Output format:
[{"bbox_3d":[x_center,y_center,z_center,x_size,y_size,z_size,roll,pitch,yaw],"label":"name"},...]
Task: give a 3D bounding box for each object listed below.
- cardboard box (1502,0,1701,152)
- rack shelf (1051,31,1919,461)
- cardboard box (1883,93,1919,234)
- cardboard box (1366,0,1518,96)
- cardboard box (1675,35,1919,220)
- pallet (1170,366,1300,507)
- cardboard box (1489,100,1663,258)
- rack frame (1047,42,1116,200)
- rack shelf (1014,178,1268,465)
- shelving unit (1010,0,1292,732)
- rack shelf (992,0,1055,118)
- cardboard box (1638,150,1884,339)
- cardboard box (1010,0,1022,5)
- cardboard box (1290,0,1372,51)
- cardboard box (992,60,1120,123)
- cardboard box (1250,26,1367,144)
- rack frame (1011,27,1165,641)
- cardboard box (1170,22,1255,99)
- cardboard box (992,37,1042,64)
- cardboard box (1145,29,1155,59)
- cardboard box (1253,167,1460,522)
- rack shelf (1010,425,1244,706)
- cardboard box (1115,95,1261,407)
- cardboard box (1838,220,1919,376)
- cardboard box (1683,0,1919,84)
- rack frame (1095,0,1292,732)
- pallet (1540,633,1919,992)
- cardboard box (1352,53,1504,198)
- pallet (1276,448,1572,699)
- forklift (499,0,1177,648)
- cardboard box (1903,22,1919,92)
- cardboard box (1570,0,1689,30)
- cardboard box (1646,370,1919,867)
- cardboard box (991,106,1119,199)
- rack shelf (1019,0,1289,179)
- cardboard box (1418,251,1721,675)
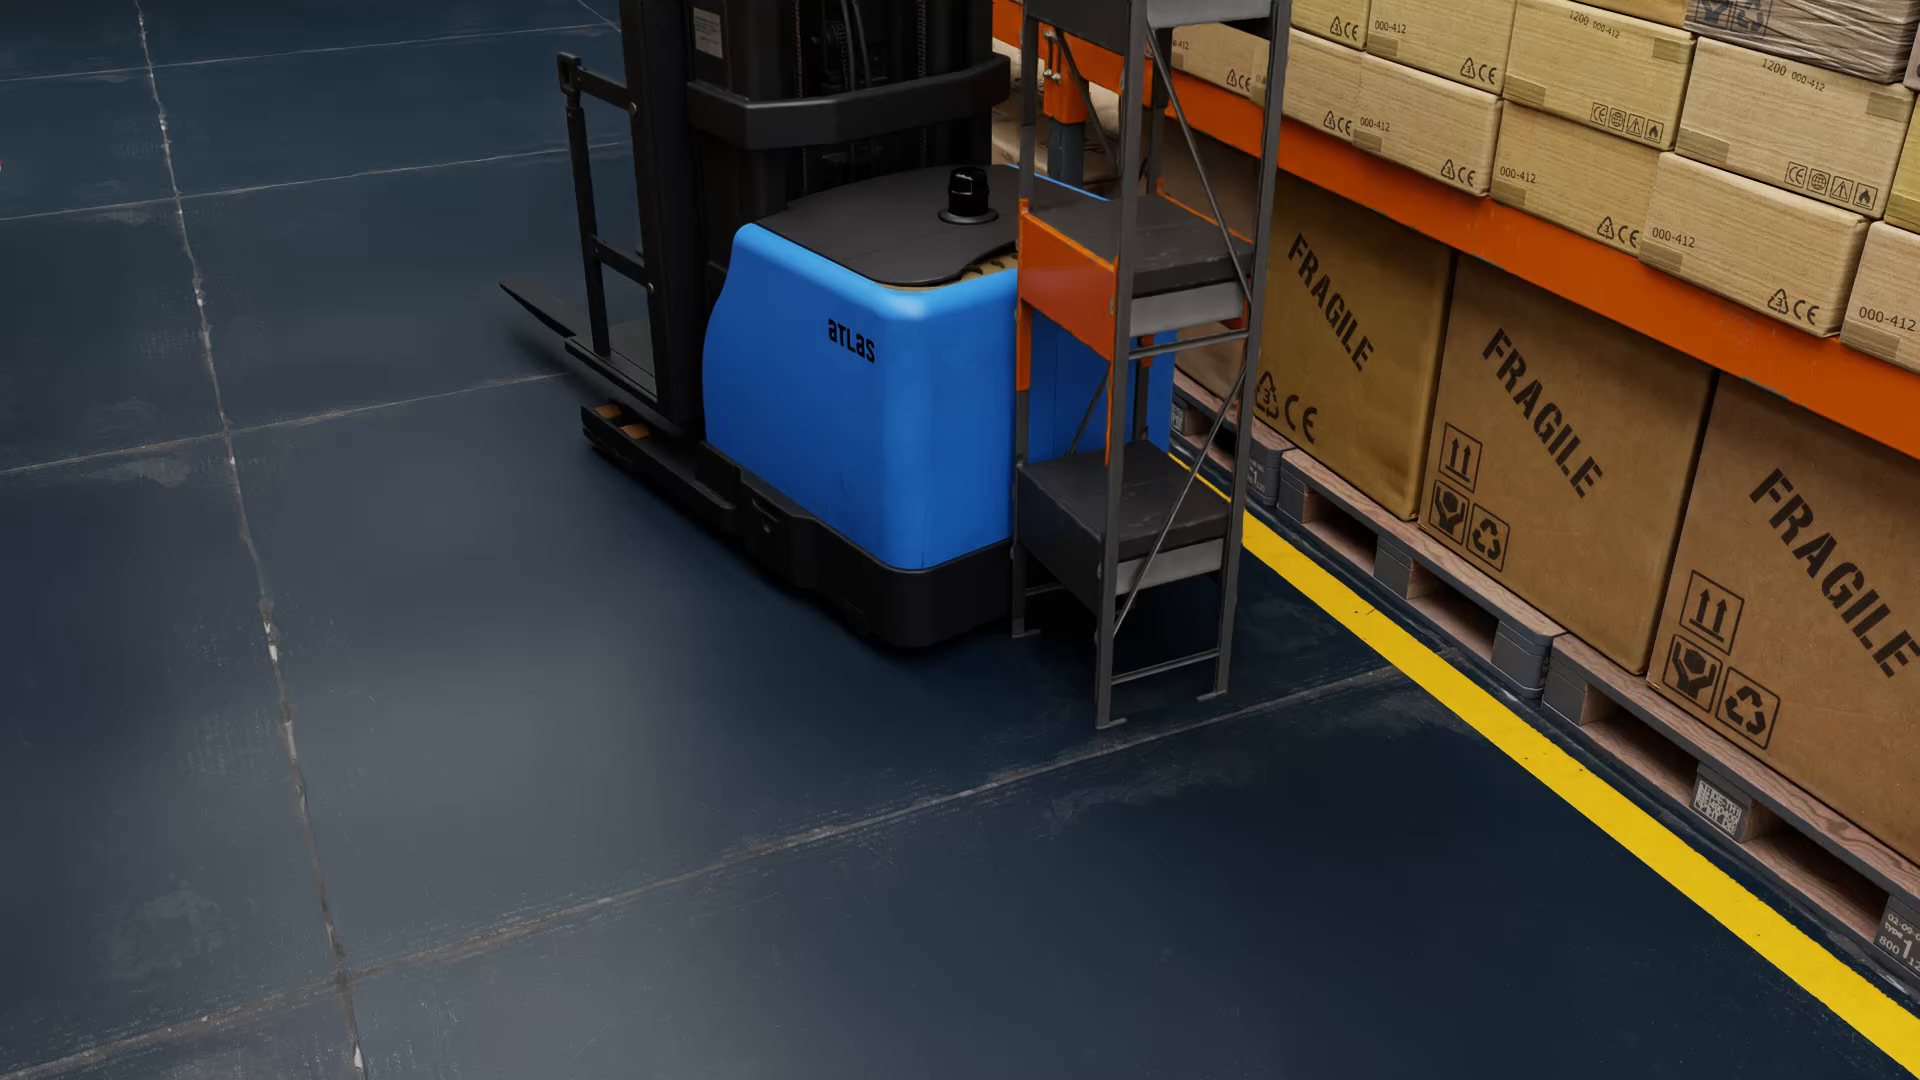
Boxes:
[{"bbox_3d":[1.617,-1.101,3.790,0.500,0.250,0.500,-14,32,-23],"label":"cardboard box"},{"bbox_3d":[1.658,-0.910,4.542,1.077,0.370,4.000,-13,32,-22],"label":"rack shelf"},{"bbox_3d":[2.079,-0.654,2.992,0.500,0.250,0.500,-13,32,-22],"label":"cardboard box"},{"bbox_3d":[1.394,-1.331,4.199,0.500,0.250,0.500,-14,32,-23],"label":"cardboard box"},{"bbox_3d":[1.855,-0.880,3.394,0.500,0.250,0.500,-14,32,-23],"label":"cardboard box"},{"bbox_3d":[1.198,-0.566,6.044,1.003,0.211,1.213,-13,32,-22],"label":"pallet"},{"bbox_3d":[1.629,-0.892,3.928,0.500,0.250,0.500,-13,32,-22],"label":"cardboard box"},{"bbox_3d":[0.799,-2.108,5.942,1.000,3.000,0.127,-13,32,-22],"label":"rack frame"},{"bbox_3d":[0.434,-0.553,4.118,0.431,0.518,0.480,-13,32,-22],"label":"rack shelf"},{"bbox_3d":[0.434,-0.565,4.111,0.431,2.100,0.503,-13,32,-22],"label":"shelving unit"},{"bbox_3d":[-0.060,-2.677,7.693,1.077,0.370,4.000,-13,32,-22],"label":"rack shelf"},{"bbox_3d":[1.831,-0.667,3.525,0.500,0.250,0.500,-13,32,-21],"label":"cardboard box"},{"bbox_3d":[0.369,-2.302,6.187,0.500,0.500,0.500,-13,32,-22],"label":"cardboard box"},{"bbox_3d":[1.175,-1.554,4.596,0.500,0.250,0.500,-13,32,-21],"label":"cardboard box"},{"bbox_3d":[0.242,-1.868,7.705,0.875,0.438,0.875,-14,32,-23],"label":"cardboard box"},{"bbox_3d":[1.179,-1.334,4.716,0.500,0.250,0.500,-13,32,-22],"label":"cardboard box"},{"bbox_3d":[0.330,-0.673,4.304,0.400,2.100,0.015,-13,32,-22],"label":"rack frame"},{"bbox_3d":[0.973,-1.564,5.126,0.500,0.250,0.500,-14,32,-23],"label":"cardboard box"},{"bbox_3d":[-0.144,-2.267,8.416,0.875,0.438,0.875,-12,32,-21],"label":"cardboard box"},{"bbox_3d":[0.749,-1.792,5.533,0.500,0.250,0.500,-14,32,-23],"label":"cardboard box"},{"bbox_3d":[1.532,-0.710,5.192,0.875,0.875,0.875,-12,31,-21],"label":"cardboard box"},{"bbox_3d":[0.434,0.057,4.460,0.431,0.518,0.480,-13,32,-22],"label":"rack shelf"},{"bbox_3d":[1.137,-1.107,5.900,0.875,0.875,0.875,-12,31,-20],"label":"cardboard box"},{"bbox_3d":[2.065,-0.444,3.129,0.500,0.250,0.500,-14,32,-24],"label":"cardboard box"},{"bbox_3d":[1.830,-1.219,3.232,0.500,0.500,0.500,-13,32,-21],"label":"cardboard box"},{"bbox_3d":[0.538,-0.457,3.919,0.400,2.100,0.015,-13,32,-22],"label":"rack frame"},{"bbox_3d":[2.246,0.512,4.122,1.003,0.211,1.213,-13,32,-22],"label":"pallet"},{"bbox_3d":[1.385,-1.112,4.319,0.500,0.250,0.500,-14,32,-23],"label":"cardboard box"},{"bbox_3d":[1.726,-0.027,5.082,1.003,0.211,1.213,-13,32,-22],"label":"pallet"},{"bbox_3d":[-0.658,-1.641,5.179,1.130,2.935,3.031,-21,35,-32],"label":"forklift"},{"bbox_3d":[2.058,-0.994,2.831,0.500,0.500,0.500,-14,32,-23],"label":"cardboard box"},{"bbox_3d":[1.623,-1.440,3.626,0.500,0.500,0.500,-13,32,-22],"label":"cardboard box"},{"bbox_3d":[2.295,0.080,3.783,0.875,0.875,0.875,-13,32,-22],"label":"cardboard box"},{"bbox_3d":[0.626,-1.473,7.000,0.875,0.438,0.875,-14,32,-23],"label":"cardboard box"},{"bbox_3d":[0.434,-1.164,3.775,0.431,0.518,0.480,-13,32,-22],"label":"rack shelf"},{"bbox_3d":[1.916,-0.315,4.487,0.875,0.875,0.875,-13,32,-21],"label":"cardboard box"}]
